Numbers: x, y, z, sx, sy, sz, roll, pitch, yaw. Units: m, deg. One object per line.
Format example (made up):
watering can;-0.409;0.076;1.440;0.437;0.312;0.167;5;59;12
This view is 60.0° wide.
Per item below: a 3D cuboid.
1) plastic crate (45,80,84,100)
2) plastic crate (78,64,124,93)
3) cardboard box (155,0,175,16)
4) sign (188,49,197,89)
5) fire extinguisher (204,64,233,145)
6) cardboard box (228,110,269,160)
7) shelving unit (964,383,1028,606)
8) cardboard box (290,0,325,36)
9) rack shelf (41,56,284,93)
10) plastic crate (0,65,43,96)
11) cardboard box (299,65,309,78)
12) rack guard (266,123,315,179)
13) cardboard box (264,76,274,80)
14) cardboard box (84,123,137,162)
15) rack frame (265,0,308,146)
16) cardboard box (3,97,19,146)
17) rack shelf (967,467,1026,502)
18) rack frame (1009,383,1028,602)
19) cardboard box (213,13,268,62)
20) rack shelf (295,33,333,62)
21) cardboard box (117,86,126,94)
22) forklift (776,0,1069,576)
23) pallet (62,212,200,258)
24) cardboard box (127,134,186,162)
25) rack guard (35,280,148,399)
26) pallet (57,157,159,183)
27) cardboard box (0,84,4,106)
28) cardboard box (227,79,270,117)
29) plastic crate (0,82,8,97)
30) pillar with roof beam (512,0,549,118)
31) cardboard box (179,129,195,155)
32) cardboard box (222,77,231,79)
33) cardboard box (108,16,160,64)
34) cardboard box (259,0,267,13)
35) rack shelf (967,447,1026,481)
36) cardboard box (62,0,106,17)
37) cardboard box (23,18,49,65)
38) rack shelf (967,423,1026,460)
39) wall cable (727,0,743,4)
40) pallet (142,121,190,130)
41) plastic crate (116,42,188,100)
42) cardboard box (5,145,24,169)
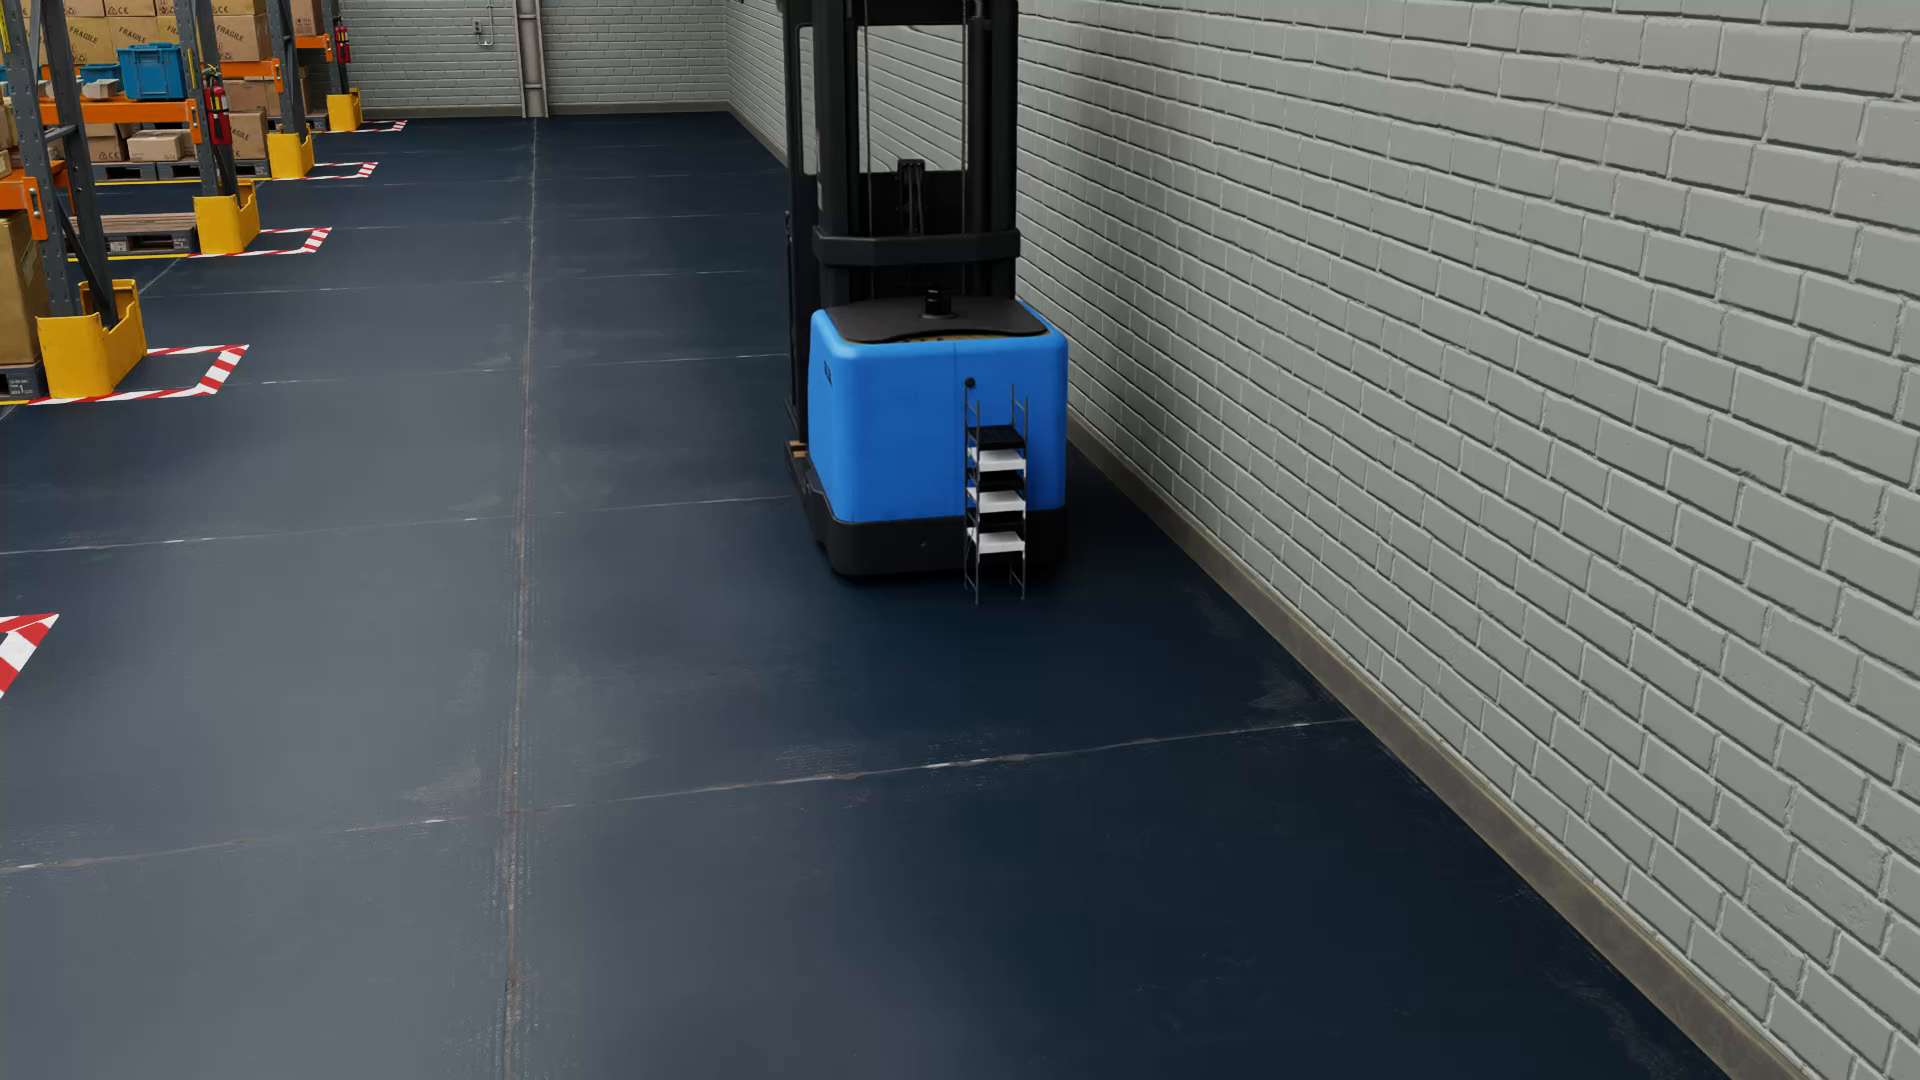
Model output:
plastic crate;-7.739;-3.892;14.376;0.243;0.136;0.396;-5;21;-12
plastic crate;-7.658;-4.119;14.856;0.300;0.233;0.416;-5;21;-12
cardboard box;-8.699;-6.139;18.612;0.500;0.500;0.500;-4;21;-11
sign;-6.559;-4.025;14.205;0.005;0.325;0.100;-5;21;-12
fire extinguisher;-6.450;-3.780;14.427;0.183;0.674;0.296;-5;21;-12
cardboard box;-8.310;-4.697;19.271;0.500;0.500;0.500;-5;21;-12
shelving unit;0.148;-0.190;7.025;0.210;0.900;0.258;-5;21;-12
cardboard box;-9.475;-7.545;23.614;0.700;0.700;0.980;-4;20;-10
rack shelf;-9.784;-5.294;18.951;4.000;0.370;1.077;-5;21;-12
plastic crate;-8.299;-4.067;14.713;0.300;0.233;0.416;-5;21;-12
cardboard box;-9.564;-6.764;23.998;0.250;0.149;0.380;-5;21;-12
rack guard;-7.912;-4.610;19.673;0.348;0.500;1.175;-5;21;-12
cardboard box;-9.722;-6.616;23.594;0.250;0.149;0.380;-5;21;-13
cardboard box;-9.903;-4.658;19.159;0.637;0.503;0.797;-5;21;-12
rack frame;-7.838;-5.790;19.259;0.127;3.000;1.000;-5;21;-12
cardboard box;-6.091;-2.595;10.324;0.500;0.250;0.500;-5;21;-14
rack shelf;0.148;-0.243;7.006;0.200;0.077;0.258;-5;21;-12
rack frame;0.247;-0.198;7.047;0.006;0.900;0.240;-5;21;-12
cardboard box;-8.211;-5.710;18.896;0.500;0.500;0.500;-4;20;-11
rack shelf;-10.927;-6.951;23.476;4.000;0.370;1.077;-5;21;-12
cardboard box;-11.633;-6.218;23.452;0.500;0.500;0.700;-5;21;-13
forklift;-0.322;-1.693;8.175;1.130;2.935;3.031;-4;21;-11
pallet;-7.513;-2.770;15.069;1.213;0.211;1.003;-5;21;-12
cardboard box;-9.241;-4.515;19.136;0.500;0.250;0.500;-5;21;-12
rack guard;-5.538;-1.302;10.641;0.348;0.500;1.175;-5;21;-12
pallet;-9.872;-4.315;19.289;1.213;0.211;1.003;-5;21;-12
cardboard box;-5.975;-2.768;9.706;0.500;0.500;0.500;-4;21;-12
cardboard box;-10.126;-6.342;23.792;0.500;0.500;0.700;-5;21;-13
plastic crate;-8.288;-3.833;14.212;0.250;0.136;0.298;-5;21;-12
pillar with roof beam;-5.562;-9.327;20.193;0.400;9.000;9.100;-5;21;-12
cardboard box;-8.919;-4.718;19.690;0.500;0.250;0.500;-5;21;-12
cardboard box;-10.548;-6.683;23.779;0.250;0.149;0.380;-4;21;-12
cardboard box;-9.202;-5.630;18.678;0.500;0.500;0.500;-4;21;-12
cardboard box;-8.330;-6.359;19.215;0.500;0.500;0.500;-4;20;-11
rack shelf;0.148;-0.328;6.975;0.200;0.077;0.258;-5;21;-12
cardboard box;-9.702;-6.055;18.385;0.500;0.500;0.500;-4;20;-11
cardboard box;-10.187;-5.550;18.458;0.500;0.500;0.500;-5;21;-13
rack shelf;0.148;-0.412;6.944;0.200;0.077;0.258;-5;21;-12
wall cable;-3.395;-9.135;24.182;0.112;2.526;3.097;-5;21;-12
pallet;-10.926;-5.953;23.760;1.213;0.211;1.003;-5;21;-12
plastic crate;-6.984;-4.087;14.472;0.499;0.435;0.616;-5;21;-12
cardboard box;-5.983;-2.438;10.474;0.250;0.149;0.380;-4;21;-12
